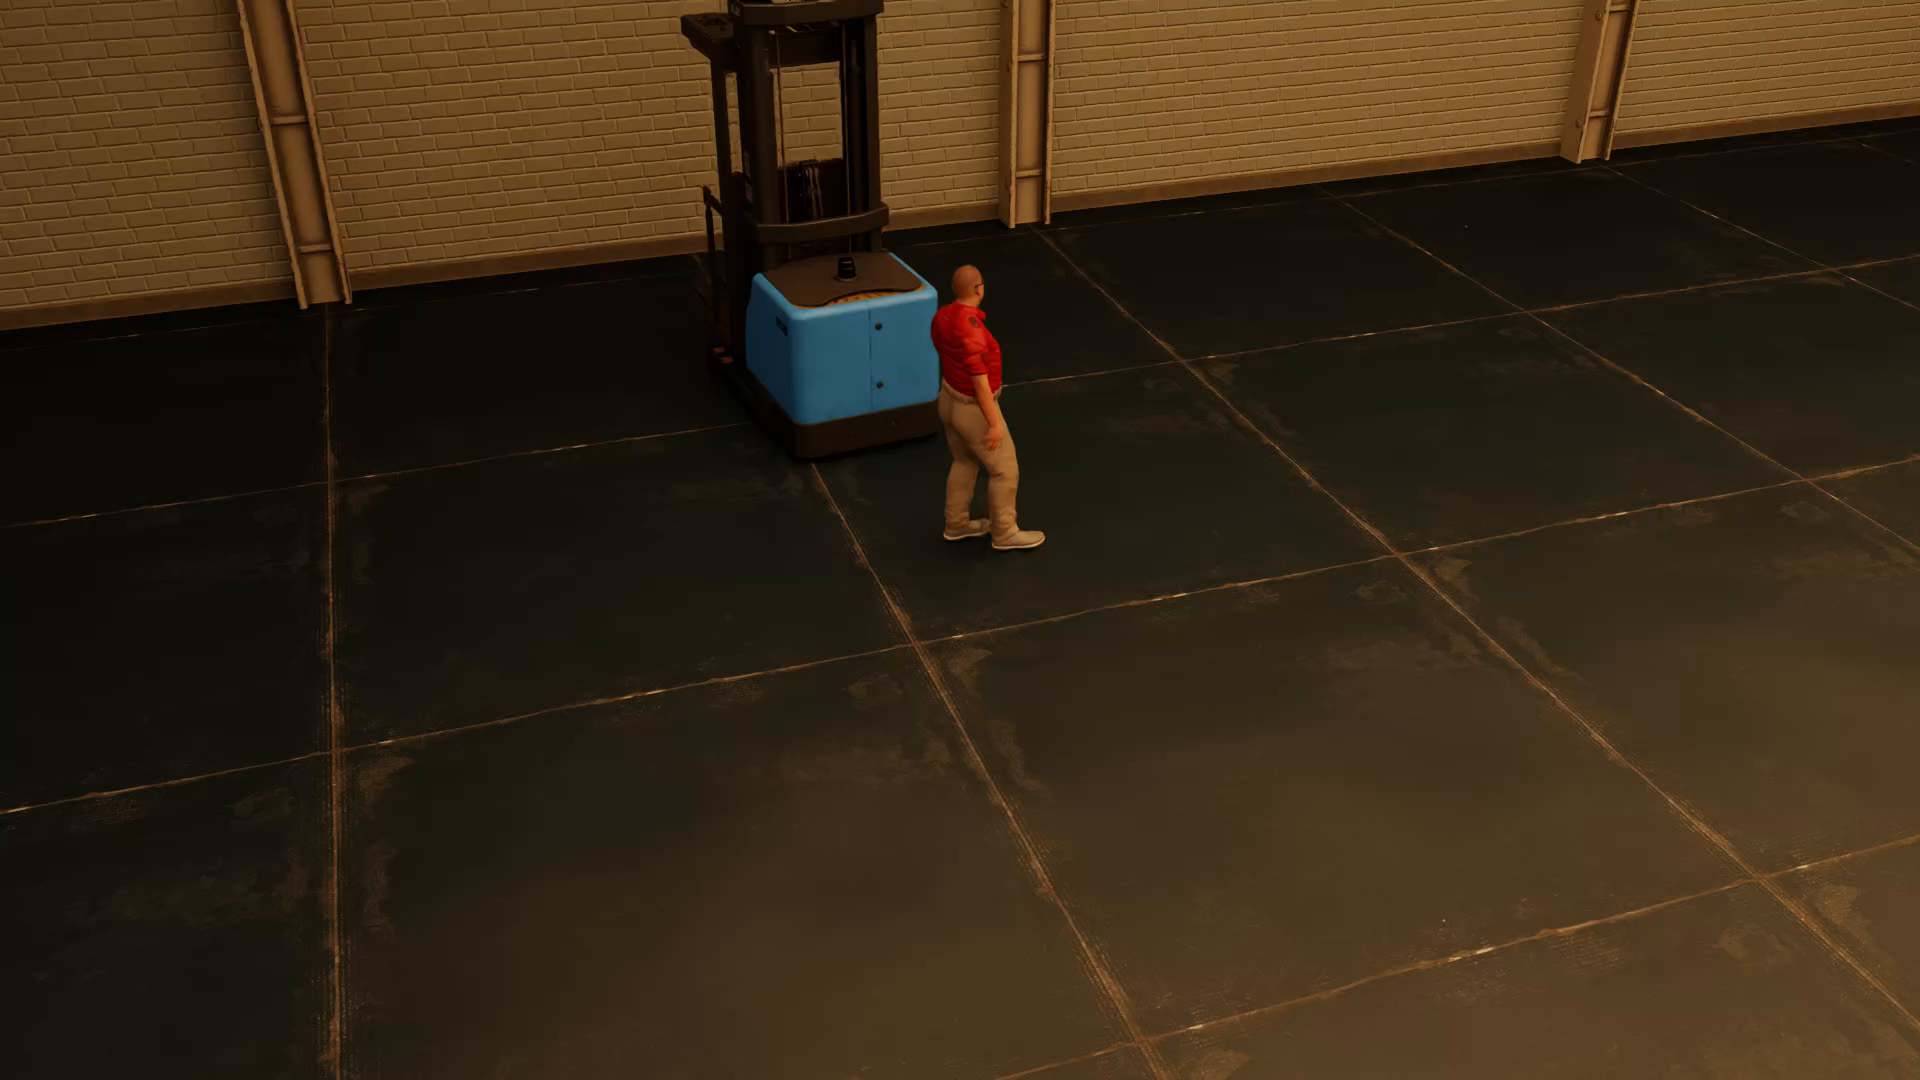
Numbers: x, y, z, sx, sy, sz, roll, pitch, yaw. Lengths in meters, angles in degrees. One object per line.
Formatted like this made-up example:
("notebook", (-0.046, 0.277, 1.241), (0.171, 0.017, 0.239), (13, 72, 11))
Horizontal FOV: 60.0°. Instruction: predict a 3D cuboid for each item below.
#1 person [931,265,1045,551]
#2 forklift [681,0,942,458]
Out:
("person", (0.144, -0.788, 9.674), (0.528, 1.716, 0.681), (-16, 33, -25))
("forklift", (-1.196, -2.515, 11.459), (1.130, 2.935, 3.031), (-13, 32, -21))
